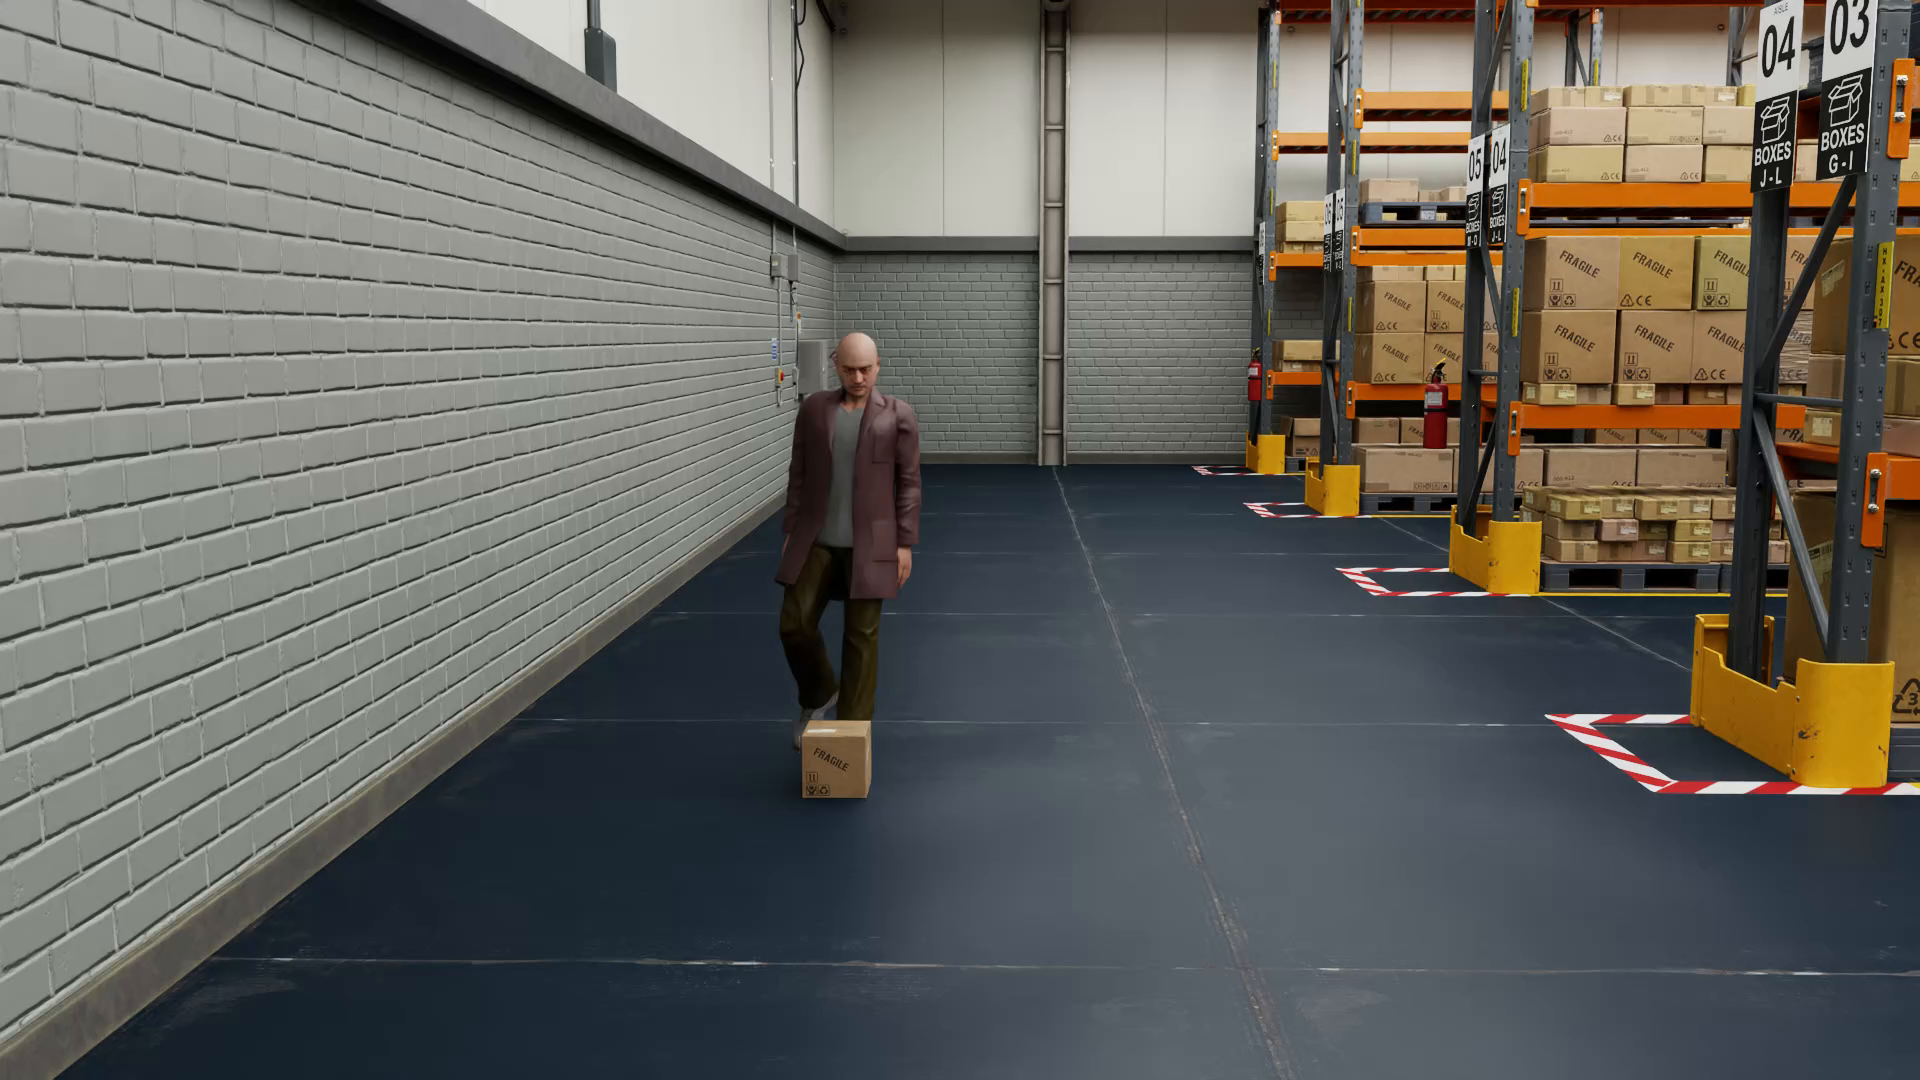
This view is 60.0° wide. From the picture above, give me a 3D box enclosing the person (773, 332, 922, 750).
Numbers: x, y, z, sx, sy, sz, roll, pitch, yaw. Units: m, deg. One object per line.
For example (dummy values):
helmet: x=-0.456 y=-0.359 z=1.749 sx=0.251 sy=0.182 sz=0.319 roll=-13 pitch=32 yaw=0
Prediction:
person: x=-0.481 y=0.028 z=6.919 sx=0.604 sy=1.772 sz=0.632 roll=1 pitch=7 yaw=9
